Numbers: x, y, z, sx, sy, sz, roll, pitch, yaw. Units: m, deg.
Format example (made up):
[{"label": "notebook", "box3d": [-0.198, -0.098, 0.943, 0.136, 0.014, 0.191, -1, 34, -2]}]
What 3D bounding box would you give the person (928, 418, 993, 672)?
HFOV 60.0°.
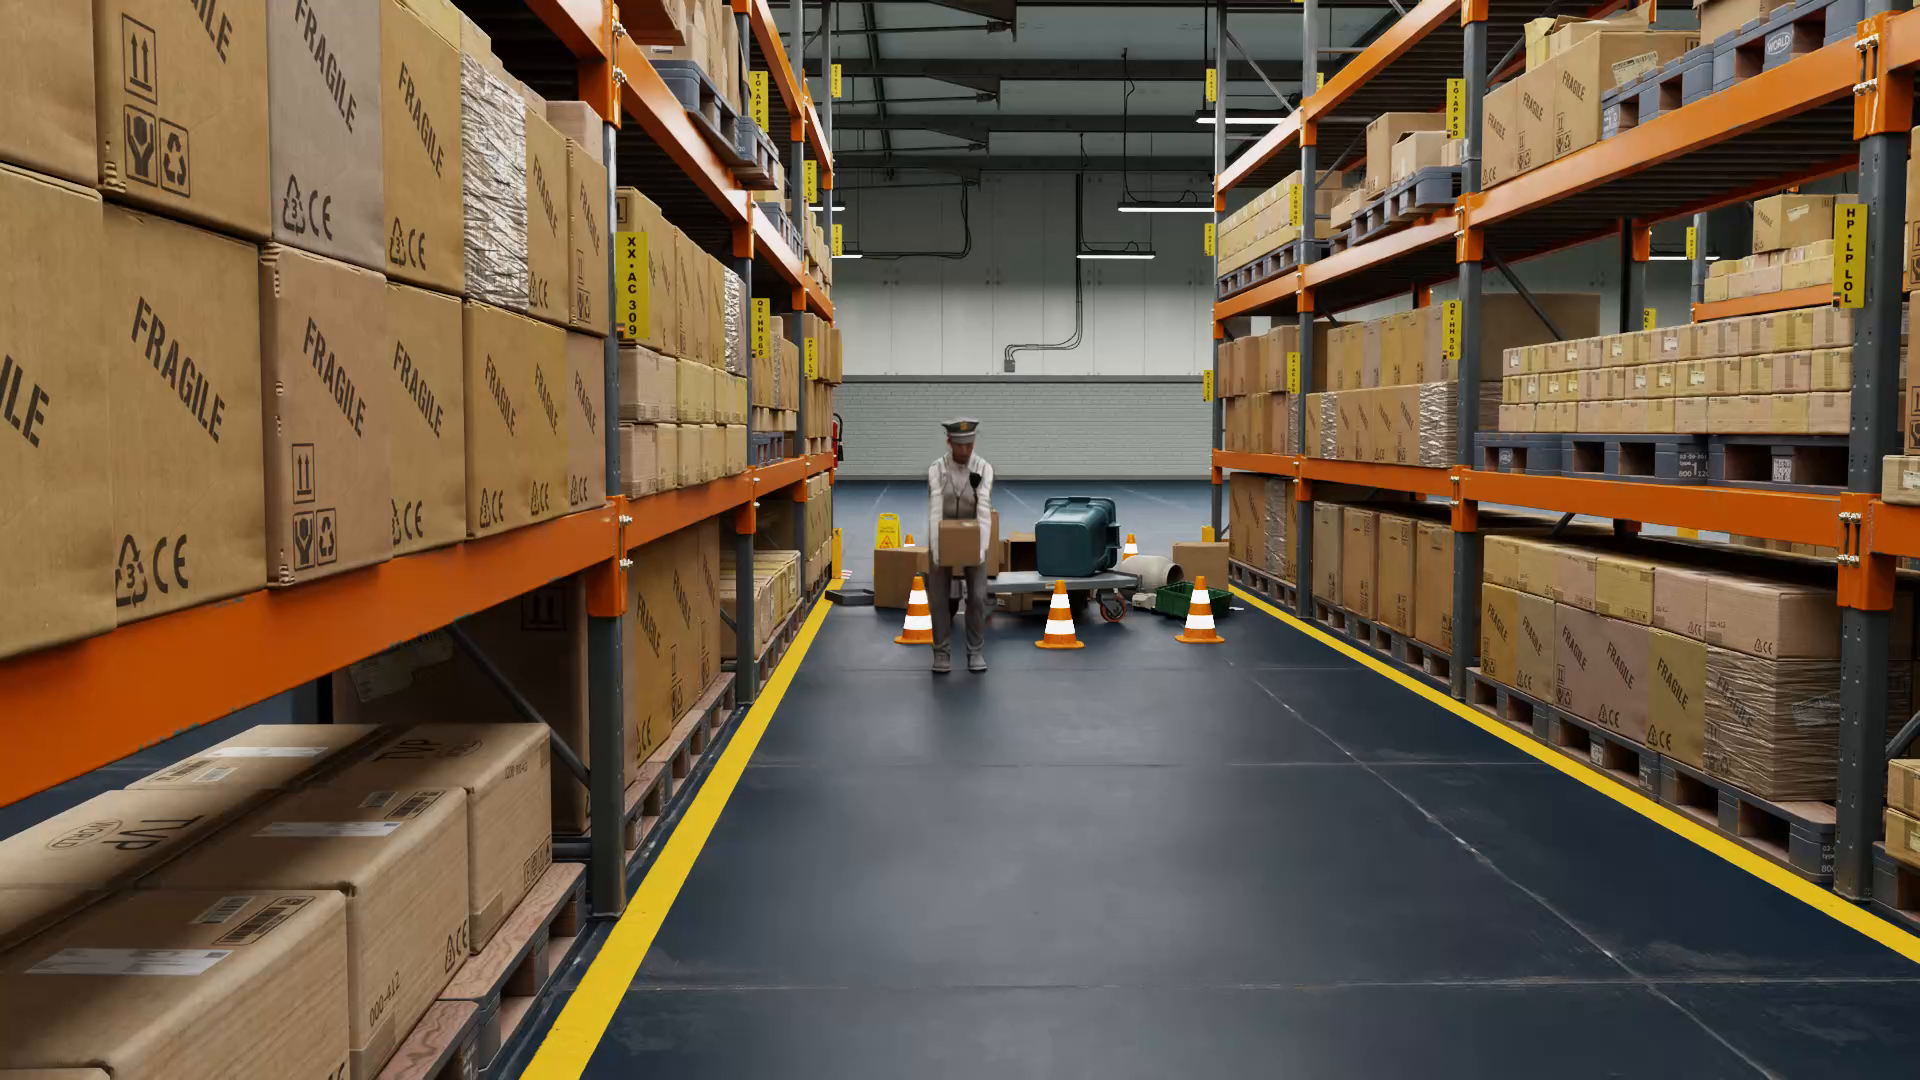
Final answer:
[{"label": "person", "box3d": [-0.001, 0.033, 10.509, 0.408, 1.605, 0.570, 0, 4, -2]}]
